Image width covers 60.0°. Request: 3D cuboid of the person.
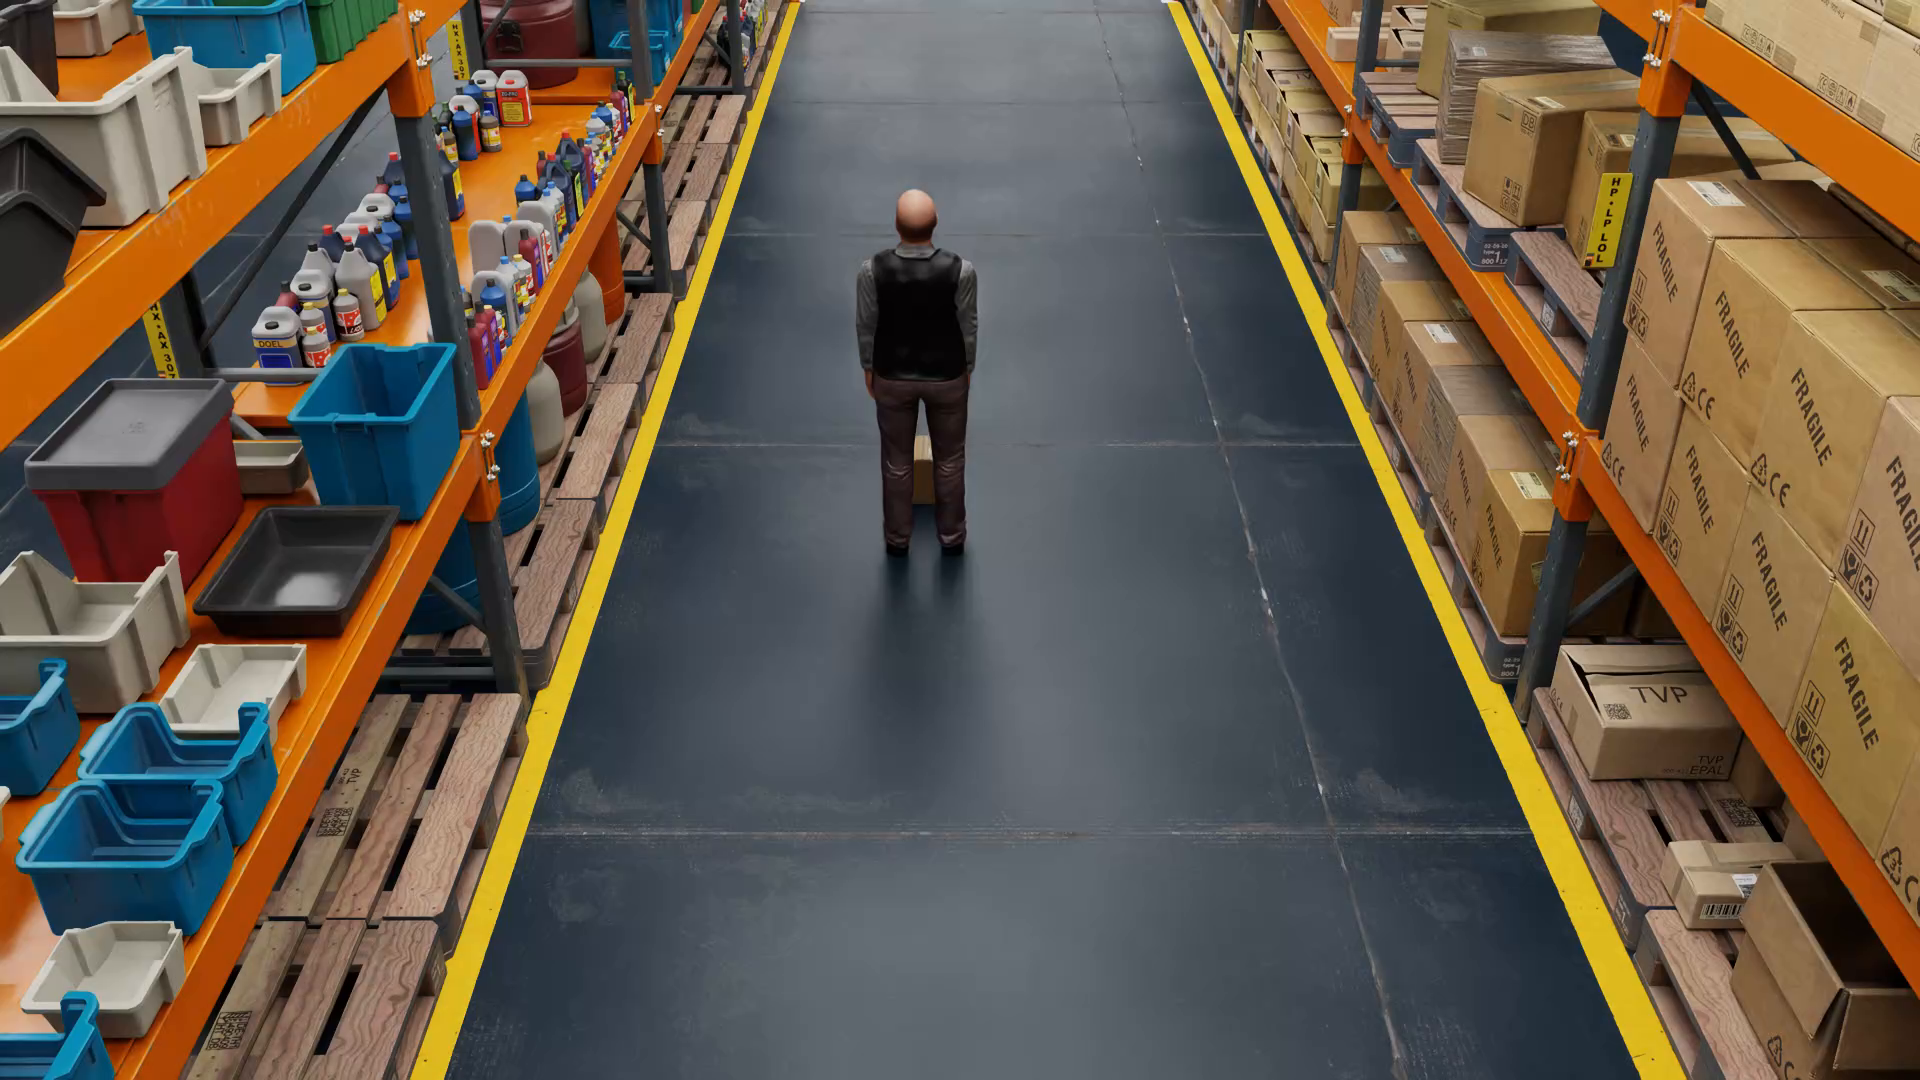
[{"bbox_3d":[-0.186,-0.685,7.365,0.530,1.636,0.359,1,31,1],"label":"person"}]
